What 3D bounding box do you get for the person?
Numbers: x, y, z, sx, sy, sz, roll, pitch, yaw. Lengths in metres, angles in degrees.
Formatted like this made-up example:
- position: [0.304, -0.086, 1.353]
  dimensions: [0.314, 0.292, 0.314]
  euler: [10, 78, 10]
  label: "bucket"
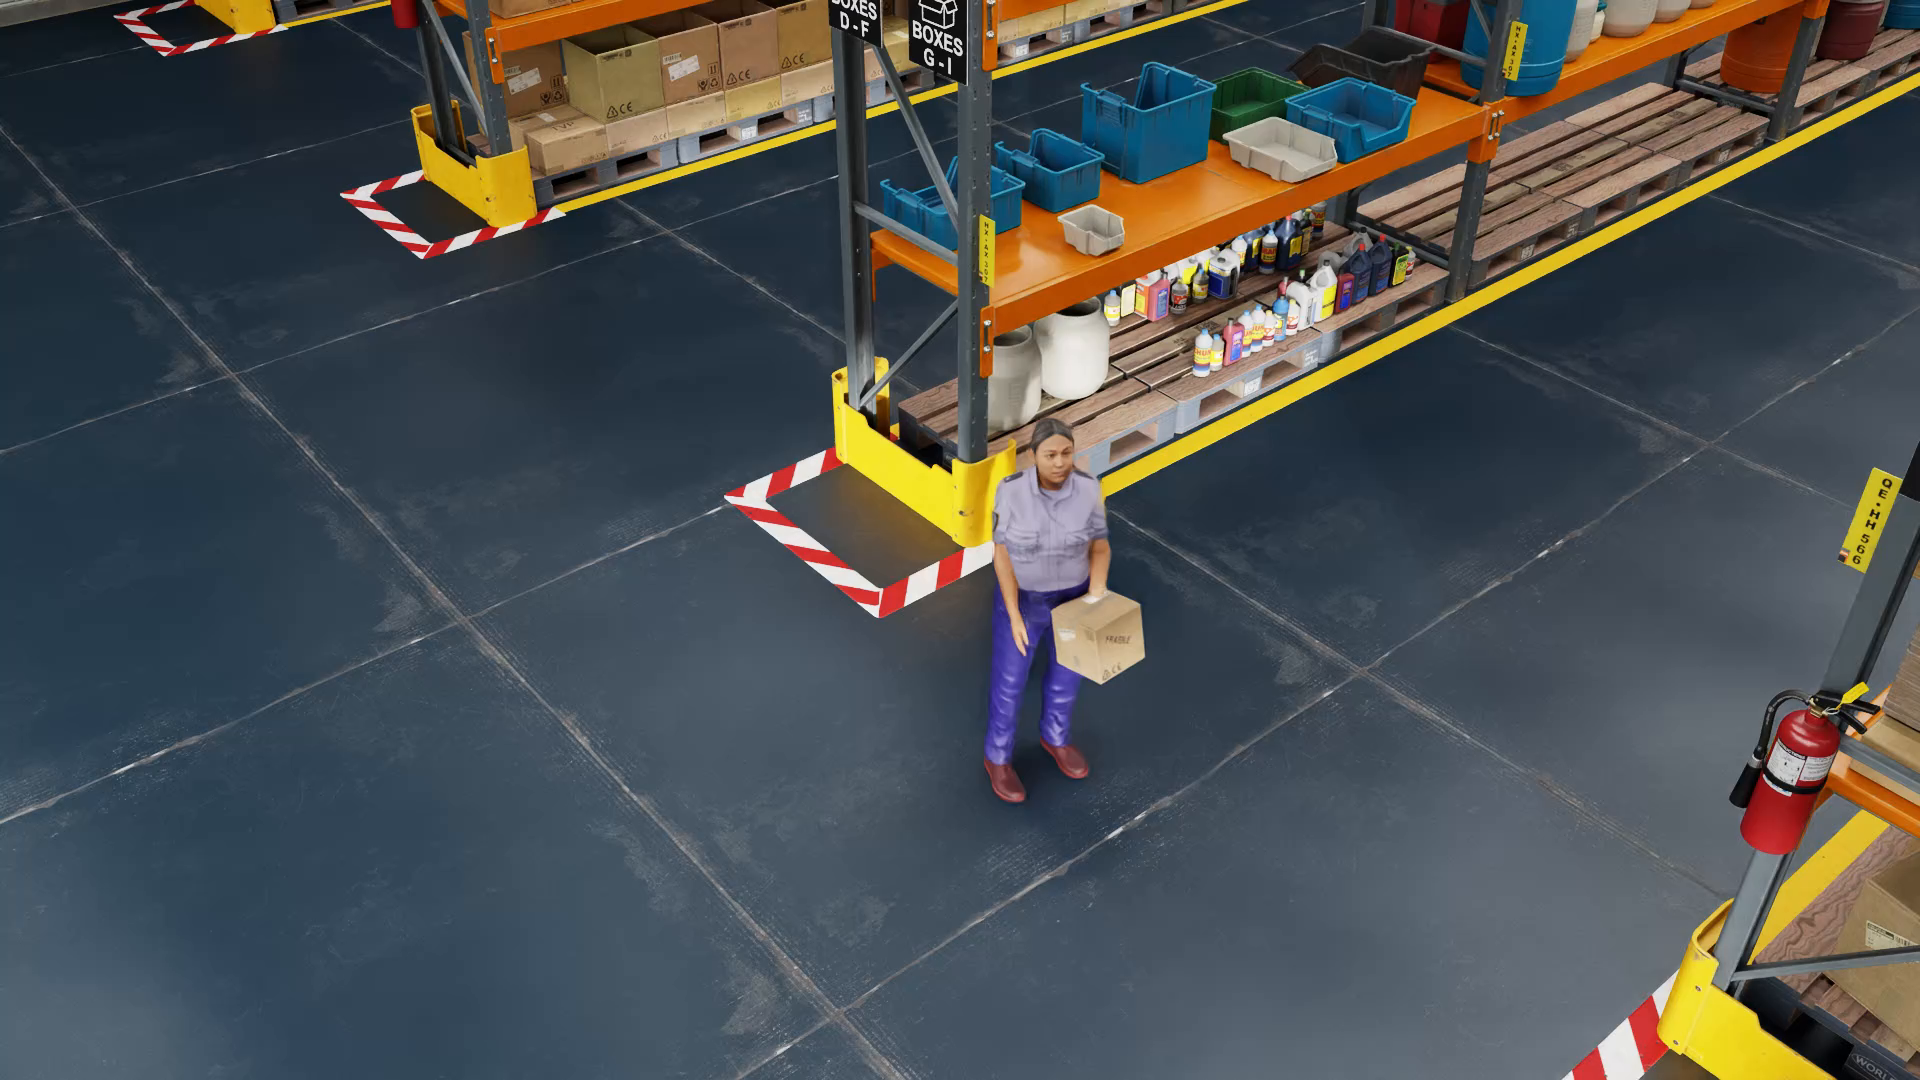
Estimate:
- position: [0.355, 0.293, 6.685]
  dimensions: [0.505, 1.641, 0.478]
  euler: [-5, 36, -7]
  label: "person"
